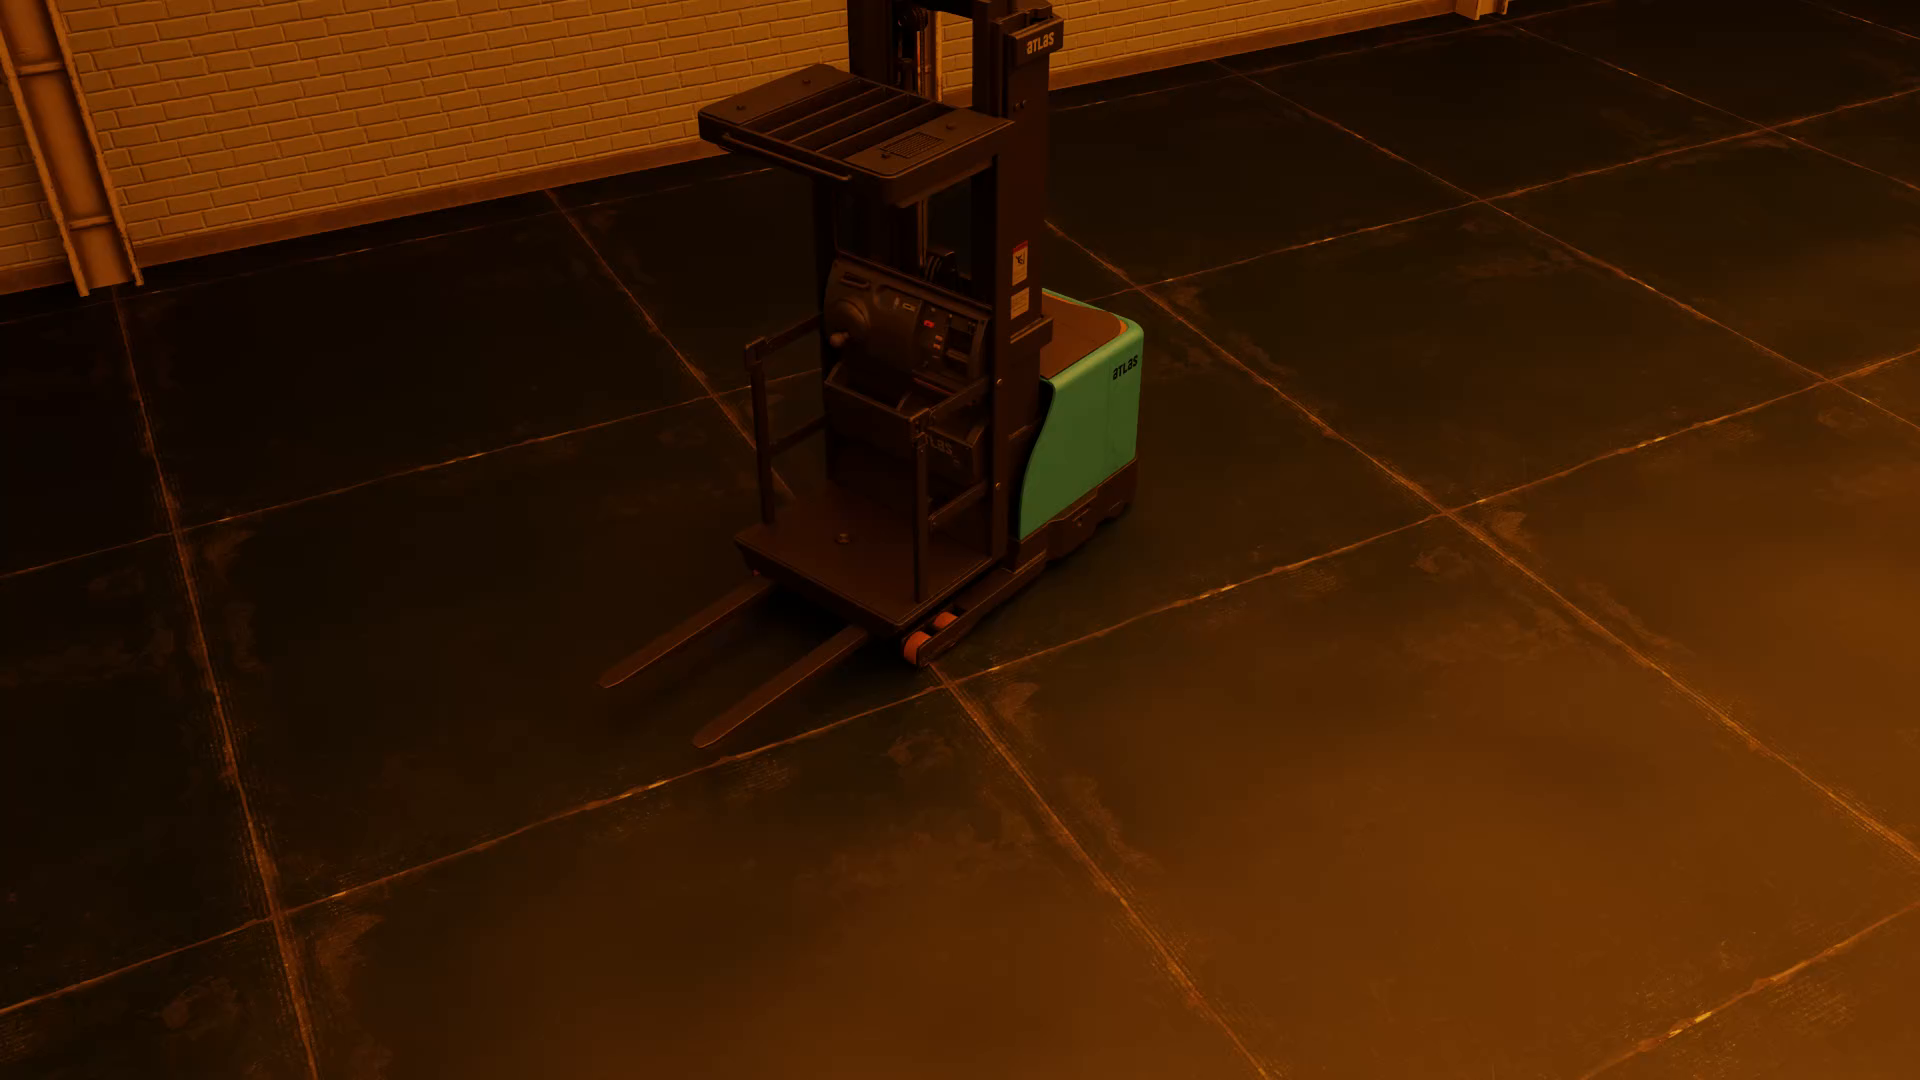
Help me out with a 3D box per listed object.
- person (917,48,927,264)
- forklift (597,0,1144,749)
[{"bbox_3d":[-0.342,-2.465,10.717,0.328,1.661,0.447,-10,36,-13],"label":"person"},{"bbox_3d":[-0.390,-0.927,7.434,1.130,2.935,3.031,26,43,31],"label":"forklift"}]
